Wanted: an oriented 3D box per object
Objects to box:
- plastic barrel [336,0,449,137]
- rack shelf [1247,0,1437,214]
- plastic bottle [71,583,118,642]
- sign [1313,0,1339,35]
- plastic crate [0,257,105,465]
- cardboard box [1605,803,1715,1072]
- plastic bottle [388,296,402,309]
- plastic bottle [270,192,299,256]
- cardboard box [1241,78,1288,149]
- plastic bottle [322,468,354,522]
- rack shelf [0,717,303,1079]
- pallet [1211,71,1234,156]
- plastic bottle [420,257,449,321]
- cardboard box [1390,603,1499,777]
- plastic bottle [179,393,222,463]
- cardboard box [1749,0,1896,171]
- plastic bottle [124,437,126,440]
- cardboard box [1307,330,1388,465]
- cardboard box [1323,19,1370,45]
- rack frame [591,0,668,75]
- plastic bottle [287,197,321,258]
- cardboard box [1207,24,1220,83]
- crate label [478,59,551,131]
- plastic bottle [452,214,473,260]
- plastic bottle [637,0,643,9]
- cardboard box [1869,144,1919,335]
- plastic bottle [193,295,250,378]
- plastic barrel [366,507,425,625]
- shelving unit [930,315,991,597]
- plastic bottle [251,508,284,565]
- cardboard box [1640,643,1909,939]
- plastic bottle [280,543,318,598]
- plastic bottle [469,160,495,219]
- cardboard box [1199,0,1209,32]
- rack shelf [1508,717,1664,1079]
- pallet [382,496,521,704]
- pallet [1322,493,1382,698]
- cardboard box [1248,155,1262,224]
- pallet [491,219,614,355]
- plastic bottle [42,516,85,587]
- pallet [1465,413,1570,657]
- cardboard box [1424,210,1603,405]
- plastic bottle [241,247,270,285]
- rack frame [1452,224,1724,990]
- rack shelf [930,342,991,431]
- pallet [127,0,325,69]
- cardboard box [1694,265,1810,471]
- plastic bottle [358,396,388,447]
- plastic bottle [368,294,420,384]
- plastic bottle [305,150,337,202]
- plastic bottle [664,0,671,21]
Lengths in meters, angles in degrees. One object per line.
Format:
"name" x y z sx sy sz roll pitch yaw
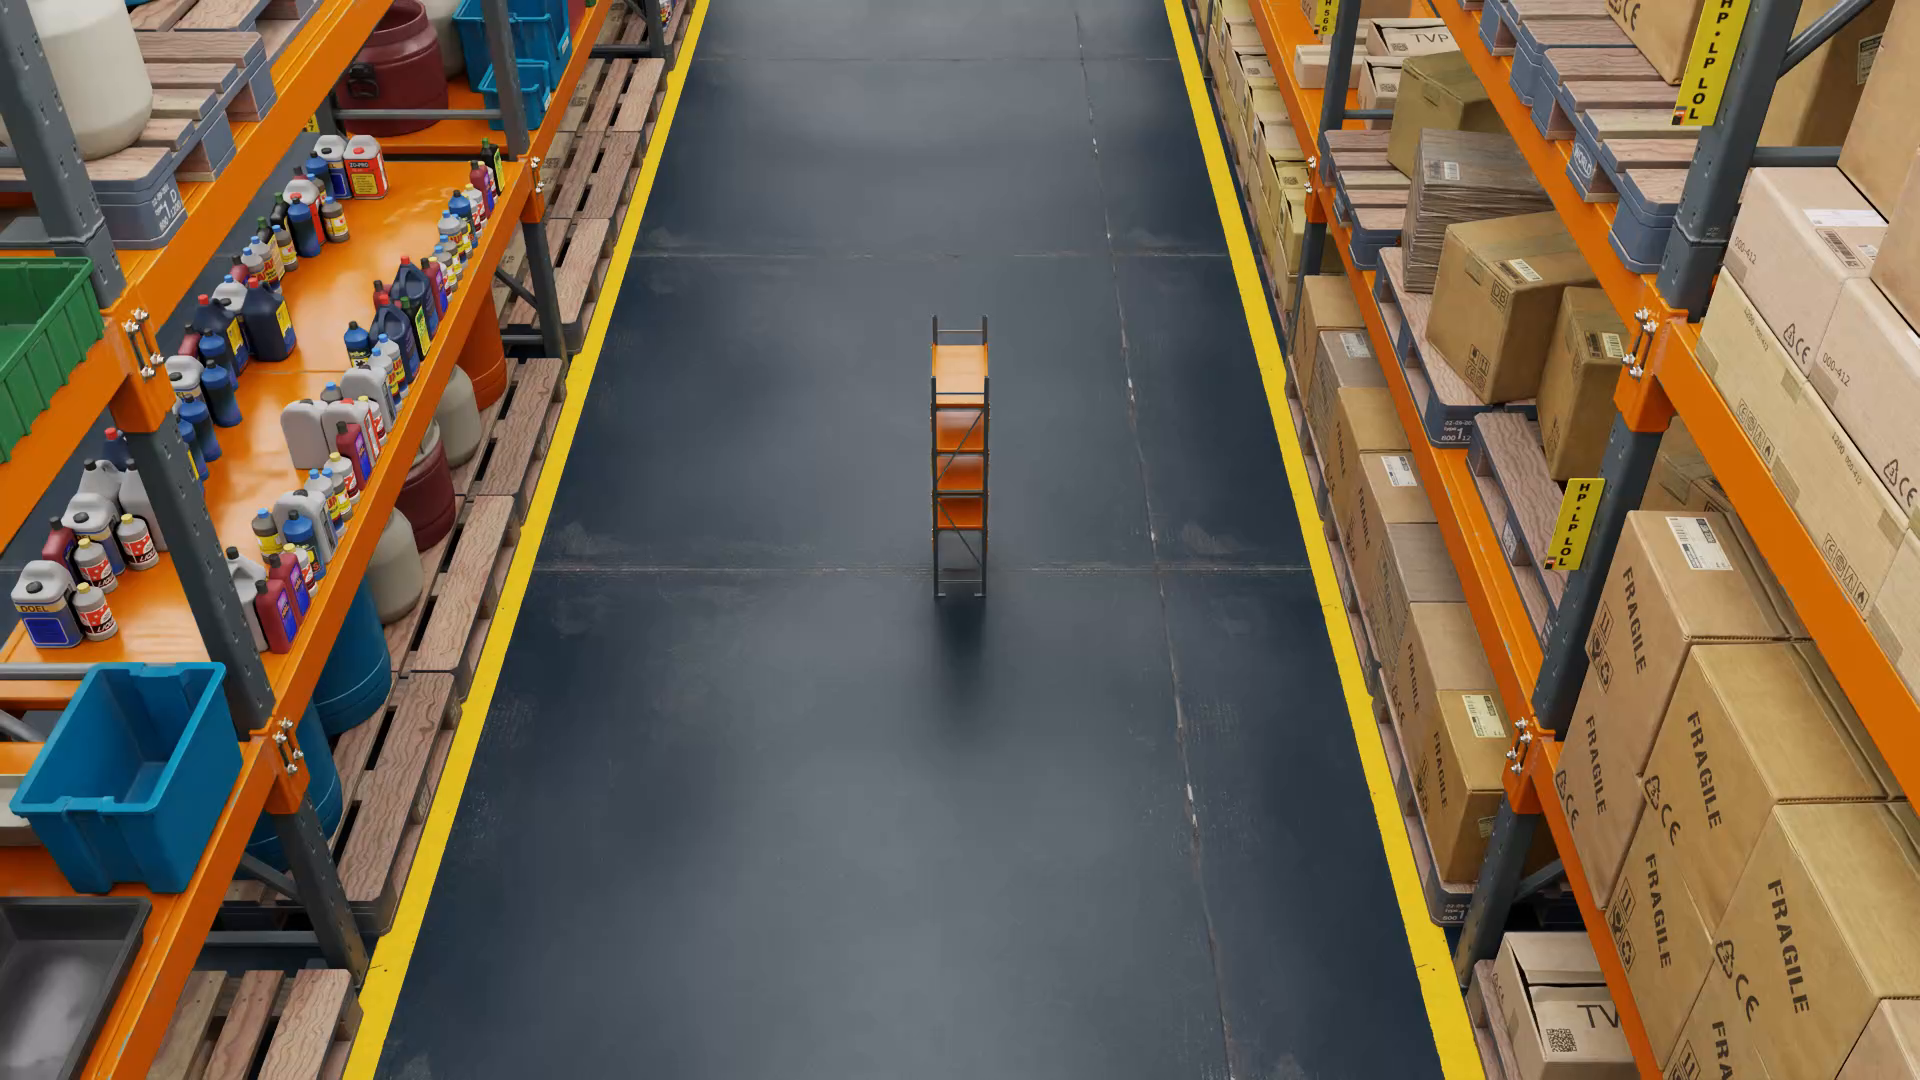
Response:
"plastic barrel" -2.963 -2.436 8.528 0.600 0.536 0.708 0 39 0
"rack shelf" 2.292 -3.064 9.996 1.077 0.370 4.000 0 39 0
"plastic bottle" -2.854 0.228 5.471 0.097 0.201 0.097 0 39 0
"sign" 1.739 -2.544 7.845 0.100 0.325 0.005 0 39 0
"plastic crate" -2.352 -0.415 3.885 0.450 0.188 0.662 0 39 0
"cardboard box" 2.031 1.007 4.260 0.500 0.500 0.500 1 39 1
"plastic bottle" -2.291 -0.881 6.790 0.061 0.283 0.133 0 39 0
"plastic bottle" -3.027 -1.404 7.442 0.061 0.283 0.133 0 39 0
"cardboard box" 2.044 -2.685 10.362 0.500 0.311 0.500 1 39 1
"plastic bottle" -2.247 -0.166 5.963 0.097 0.201 0.097 0 39 0
"rack shelf" -2.652 1.940 3.752 1.077 0.370 4.000 0 39 0
"pallet" 2.329 -3.047 11.629 1.003 0.211 1.213 0 39 0
"plastic bottle" -2.231 -1.080 7.038 0.061 0.283 0.133 0 39 0
"cardboard box" 2.019 0.593 6.504 0.500 0.500 0.500 0 39 0
"plastic bottle" -2.855 -0.427 6.233 0.097 0.271 0.097 0 39 0
"cardboard box" 2.372 -1.320 4.350 0.600 0.600 0.600 -3 39 -4
"plastic bottle" -2.979 -0.333 6.112 0.152 0.276 0.135 0 39 0
"cardboard box" 2.015 -0.678 8.090 0.500 0.500 0.500 -1 39 -2
"cardboard box" 2.236 -2.794 9.284 0.380 0.149 0.250 3 39 3
"rack frame" -2.664 -4.595 11.330 1.000 3.000 0.127 0 39 0
"plastic bottle" -2.948 -1.410 7.460 0.097 0.271 0.097 0 39 0
"cardboard box" 2.042 -3.434 11.745 0.500 0.250 0.500 -1 39 -1
"crate label" -2.285 -2.292 8.590 0.303 0.233 0.416 0 39 0
"plastic bottle" -2.250 -1.364 7.458 0.097 0.201 0.097 0 39 0
"plastic bottle" -2.394 -4.237 12.651 0.144 0.351 0.185 0 39 0
"cardboard box" 2.196 -0.576 3.037 0.700 0.500 0.500 0 39 0
"plastic bottle" -2.984 -0.836 6.679 0.144 0.351 0.185 0 39 0
"plastic barrel" -2.550 0.079 7.152 0.421 0.512 0.421 0 39 0
"shelving unit" 0.000 -0.365 7.491 0.258 1.200 0.503 0 39 0
"plastic bottle" -2.399 -0.021 5.782 0.097 0.201 0.097 0 39 0
"cardboard box" 2.019 0.595 3.974 0.500 0.500 0.500 -1 39 -1
"plastic bottle" -2.247 0.101 5.630 0.097 0.201 0.097 0 39 0
"plastic bottle" -2.232 -1.651 7.750 0.061 0.283 0.133 0 39 0
"cardboard box" 2.071 -3.976 12.422 0.500 0.250 0.500 0 39 0
"rack shelf" 2.301 1.938 3.753 1.077 0.370 4.000 0 39 0
"pallet" -2.618 0.249 7.516 1.003 0.211 1.213 0 39 0
"pallet" 2.256 0.222 7.550 1.003 0.211 1.213 0 39 0
"cardboard box" 2.048 -2.151 10.144 0.500 0.250 0.500 1 39 1
"pallet" -2.621 -1.489 9.685 1.003 0.211 1.213 0 39 0
"plastic bottle" -3.024 0.063 5.612 0.061 0.283 0.133 0 39 0
"pallet" 2.407 -0.018 5.773 1.003 0.211 1.213 0 39 0
"cardboard box" 2.235 -0.901 6.305 0.700 0.500 0.500 -9 40 -11
"plastic bottle" -3.008 -1.122 7.099 0.097 0.271 0.097 0 39 0
"rack frame" 2.299 0.407 5.089 1.000 3.000 0.127 0 39 0
"rack shelf" 0.000 -0.671 7.245 0.258 0.148 0.480 0 39 0
"pallet" -2.757 -1.888 5.705 1.003 0.211 1.213 0 39 0
"cardboard box" 2.052 -0.401 3.818 0.500 0.250 0.500 0 39 0
"plastic bottle" -2.248 -0.456 6.324 0.097 0.201 0.097 0 39 0
"plastic bottle" -2.272 -0.808 6.644 0.144 0.351 0.185 0 39 0
"plastic bottle" -3.009 -1.700 7.821 0.097 0.271 0.097 0 39 0
"plastic bottle" -2.226 -4.001 12.475 0.097 0.201 0.097 0 39 0
